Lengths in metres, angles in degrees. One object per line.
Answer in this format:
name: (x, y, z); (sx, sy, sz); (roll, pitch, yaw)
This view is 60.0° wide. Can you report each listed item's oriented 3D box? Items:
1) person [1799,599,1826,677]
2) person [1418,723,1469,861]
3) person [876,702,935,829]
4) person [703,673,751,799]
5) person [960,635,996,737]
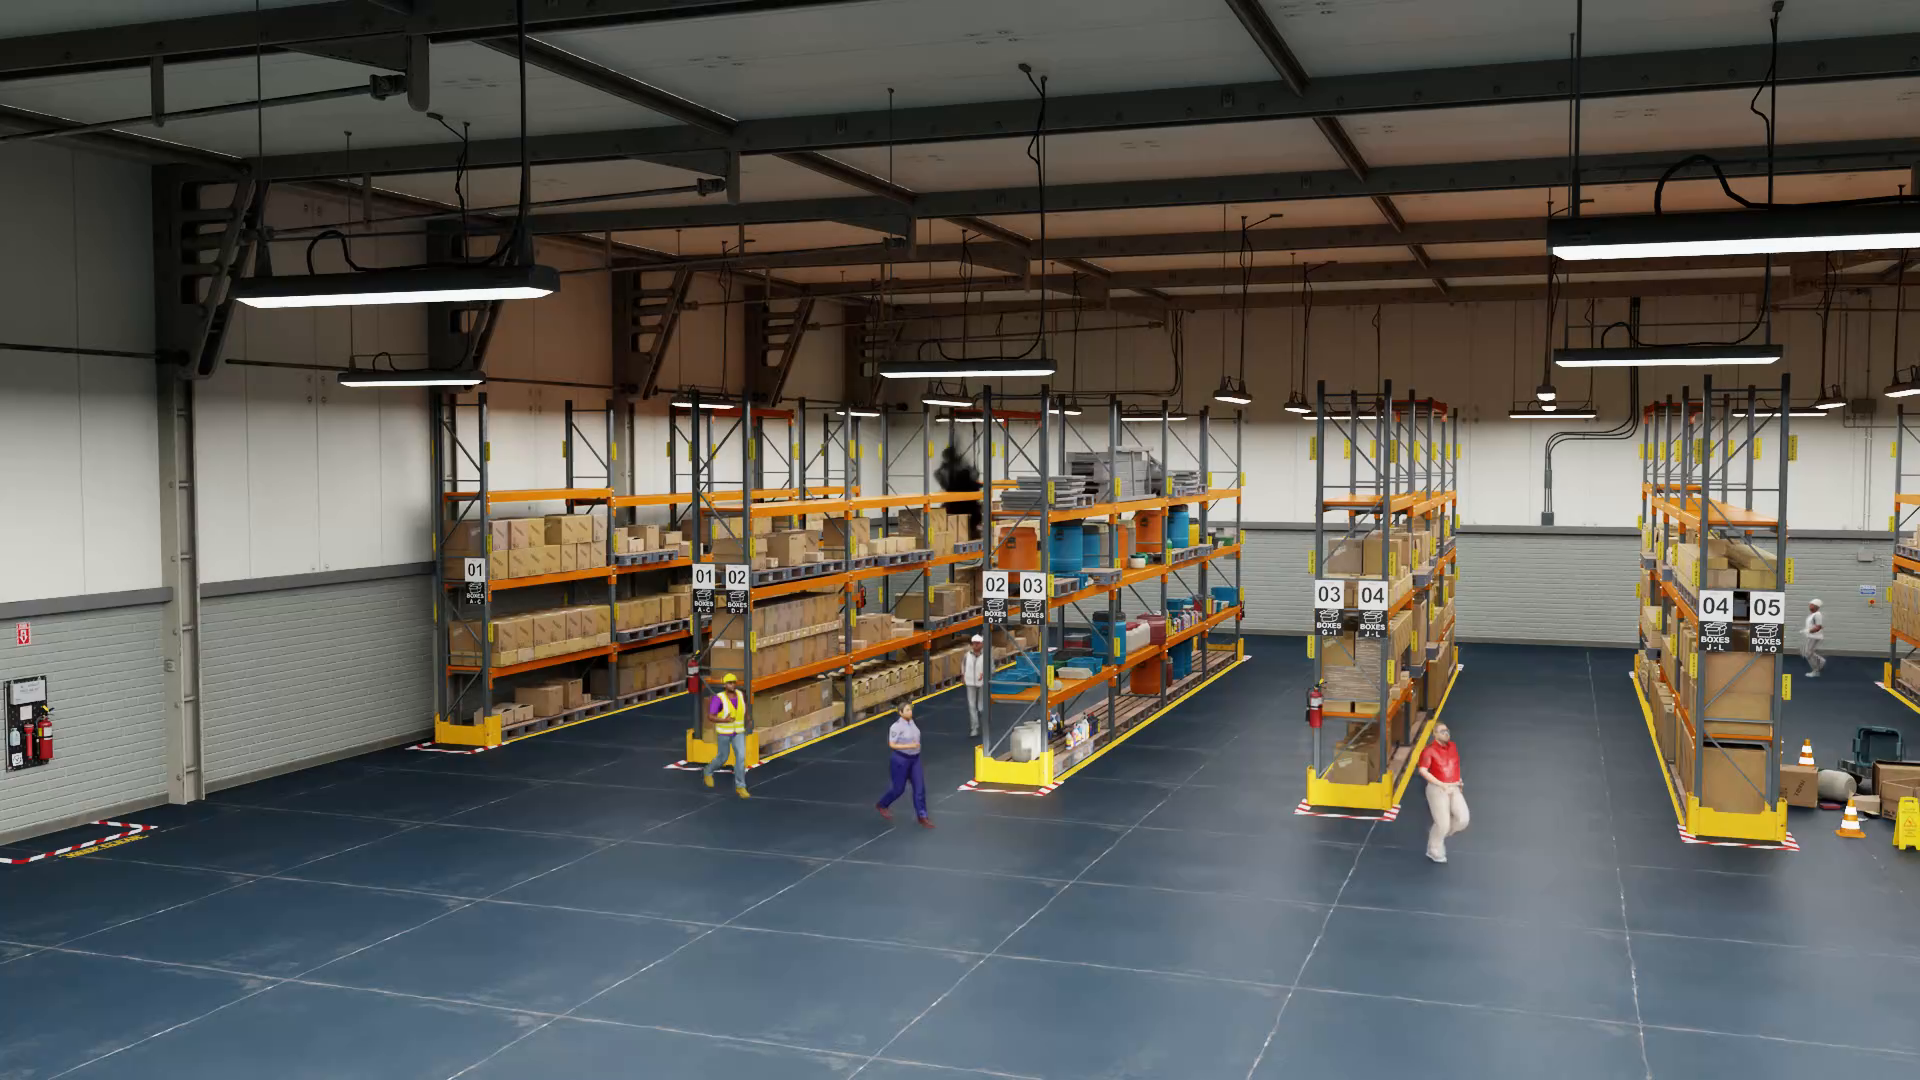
person: (18.953, 2.173, 36.950); (0.599, 1.738, 0.677); (1, 3, 18)
person: (5.932, 3.080, 20.311); (0.673, 1.689, 0.527); (-2, 3, -28)
person: (-0.732, 2.982, 22.166); (0.923, 1.655, 0.604); (3, 4, 40)
person: (-3.372, 2.823, 24.260); (0.711, 1.782, 0.986); (-2, 4, -35)
person: (0.305, 2.553, 29.387); (0.671, 1.757, 0.796); (1, 3, 13)
